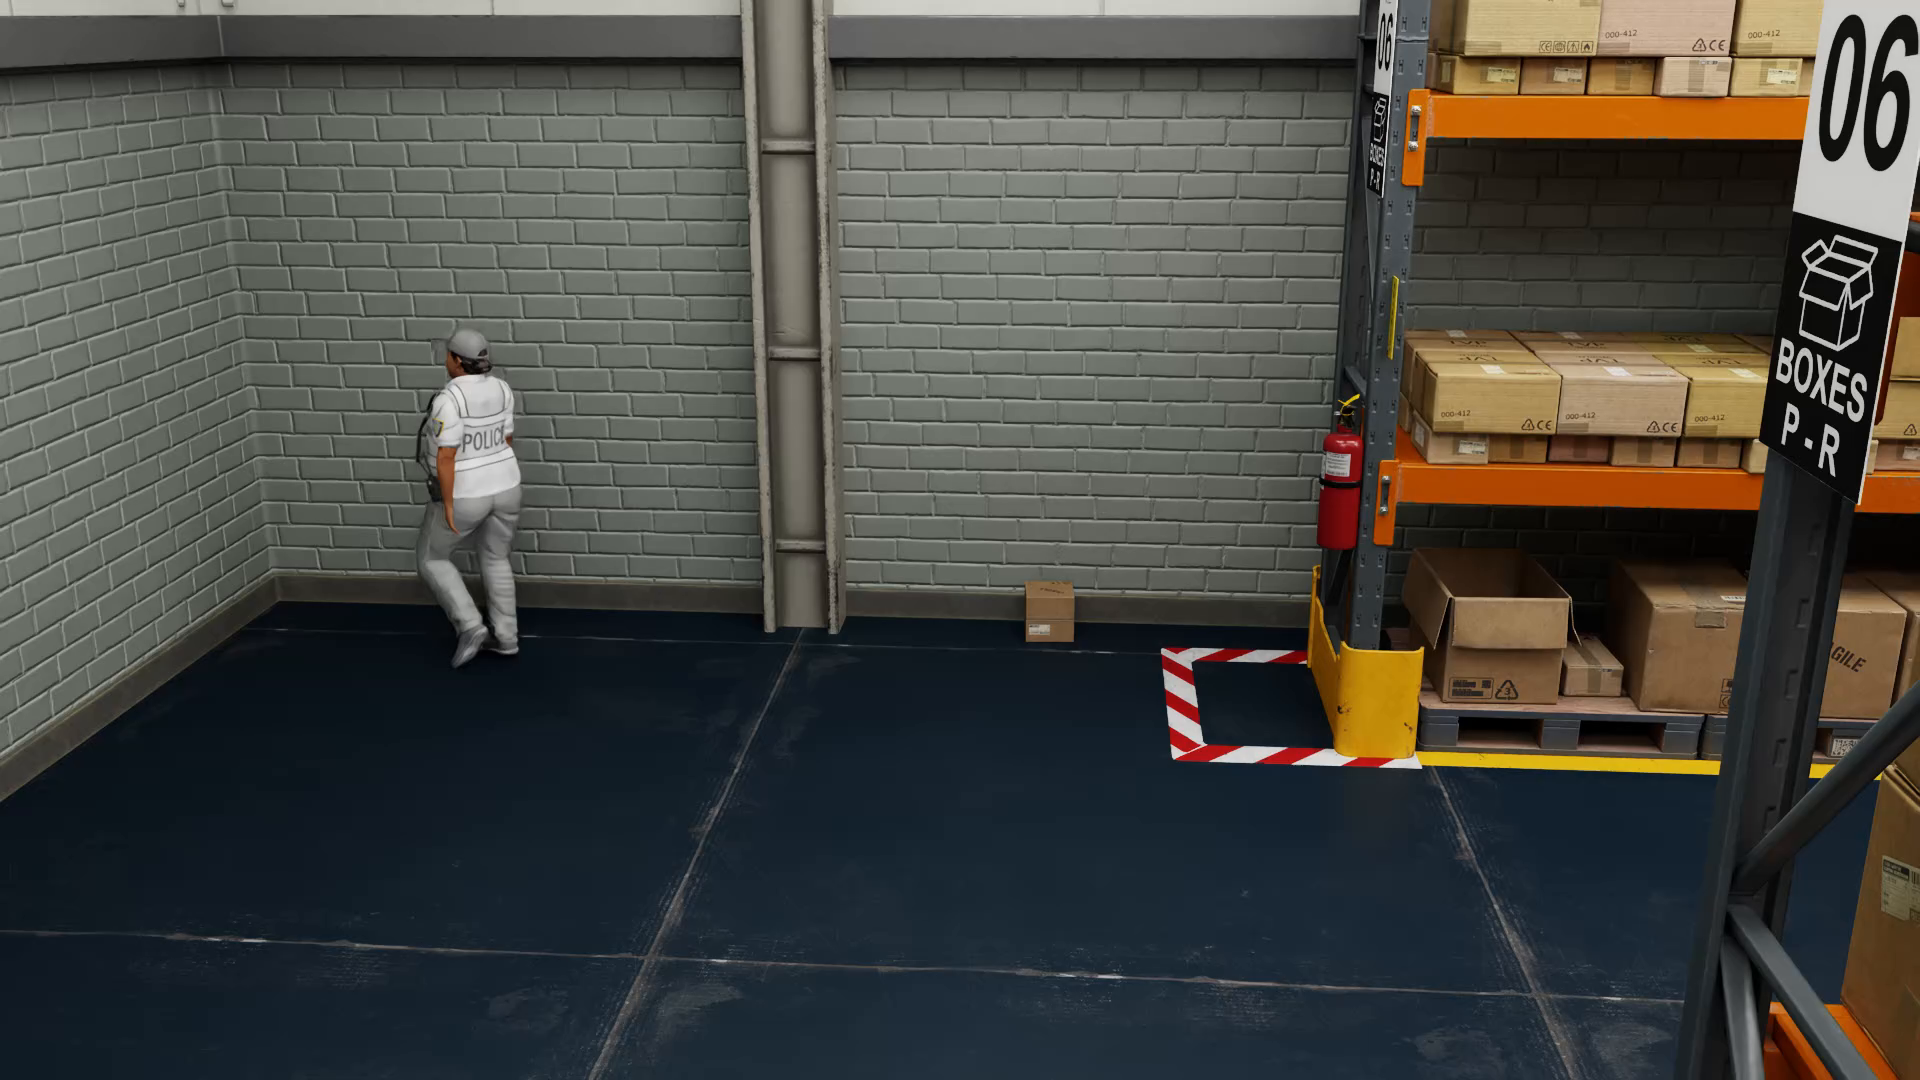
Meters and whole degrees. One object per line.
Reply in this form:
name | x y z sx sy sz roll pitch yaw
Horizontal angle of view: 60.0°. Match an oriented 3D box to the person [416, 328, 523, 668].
person | -2.404 -0.210 8.183 0.445 1.686 0.481 13 22 36
